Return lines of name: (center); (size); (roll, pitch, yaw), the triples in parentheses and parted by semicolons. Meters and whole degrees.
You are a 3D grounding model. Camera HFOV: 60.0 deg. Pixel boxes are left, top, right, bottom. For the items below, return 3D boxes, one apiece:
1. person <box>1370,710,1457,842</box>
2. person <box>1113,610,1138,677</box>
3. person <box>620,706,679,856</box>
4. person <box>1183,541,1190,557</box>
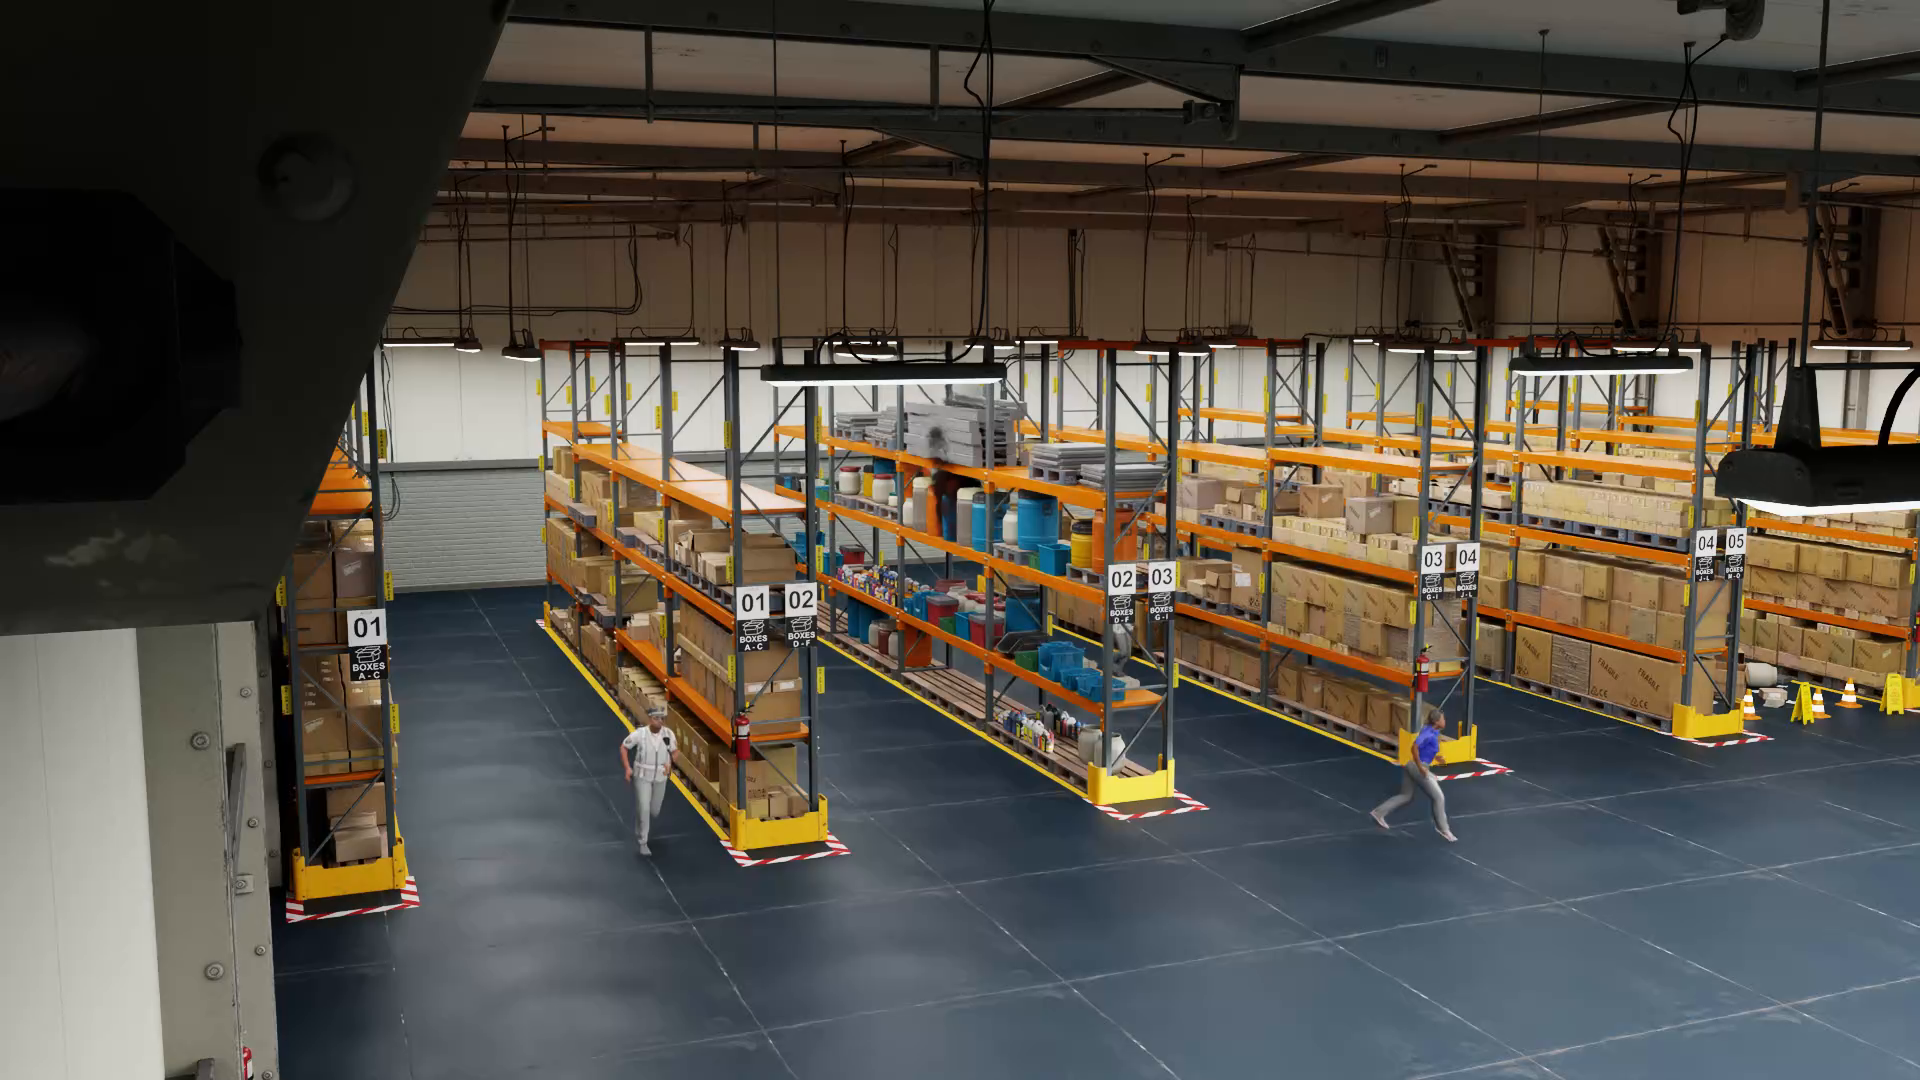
person: (5.595, 2.888, 20.427); (1.063, 1.655, 0.581); (0, 7, 4)
person: (2.942, 1.654, 29.774); (0.559, 1.639, 0.586); (-4, 8, -27)
person: (-3.744, 2.876, 20.183); (0.704, 1.776, 0.779); (-4, 8, -26)
person: (5.757, 0.069, 41.570); (0.591, 1.720, 0.692); (-4, 8, -25)
